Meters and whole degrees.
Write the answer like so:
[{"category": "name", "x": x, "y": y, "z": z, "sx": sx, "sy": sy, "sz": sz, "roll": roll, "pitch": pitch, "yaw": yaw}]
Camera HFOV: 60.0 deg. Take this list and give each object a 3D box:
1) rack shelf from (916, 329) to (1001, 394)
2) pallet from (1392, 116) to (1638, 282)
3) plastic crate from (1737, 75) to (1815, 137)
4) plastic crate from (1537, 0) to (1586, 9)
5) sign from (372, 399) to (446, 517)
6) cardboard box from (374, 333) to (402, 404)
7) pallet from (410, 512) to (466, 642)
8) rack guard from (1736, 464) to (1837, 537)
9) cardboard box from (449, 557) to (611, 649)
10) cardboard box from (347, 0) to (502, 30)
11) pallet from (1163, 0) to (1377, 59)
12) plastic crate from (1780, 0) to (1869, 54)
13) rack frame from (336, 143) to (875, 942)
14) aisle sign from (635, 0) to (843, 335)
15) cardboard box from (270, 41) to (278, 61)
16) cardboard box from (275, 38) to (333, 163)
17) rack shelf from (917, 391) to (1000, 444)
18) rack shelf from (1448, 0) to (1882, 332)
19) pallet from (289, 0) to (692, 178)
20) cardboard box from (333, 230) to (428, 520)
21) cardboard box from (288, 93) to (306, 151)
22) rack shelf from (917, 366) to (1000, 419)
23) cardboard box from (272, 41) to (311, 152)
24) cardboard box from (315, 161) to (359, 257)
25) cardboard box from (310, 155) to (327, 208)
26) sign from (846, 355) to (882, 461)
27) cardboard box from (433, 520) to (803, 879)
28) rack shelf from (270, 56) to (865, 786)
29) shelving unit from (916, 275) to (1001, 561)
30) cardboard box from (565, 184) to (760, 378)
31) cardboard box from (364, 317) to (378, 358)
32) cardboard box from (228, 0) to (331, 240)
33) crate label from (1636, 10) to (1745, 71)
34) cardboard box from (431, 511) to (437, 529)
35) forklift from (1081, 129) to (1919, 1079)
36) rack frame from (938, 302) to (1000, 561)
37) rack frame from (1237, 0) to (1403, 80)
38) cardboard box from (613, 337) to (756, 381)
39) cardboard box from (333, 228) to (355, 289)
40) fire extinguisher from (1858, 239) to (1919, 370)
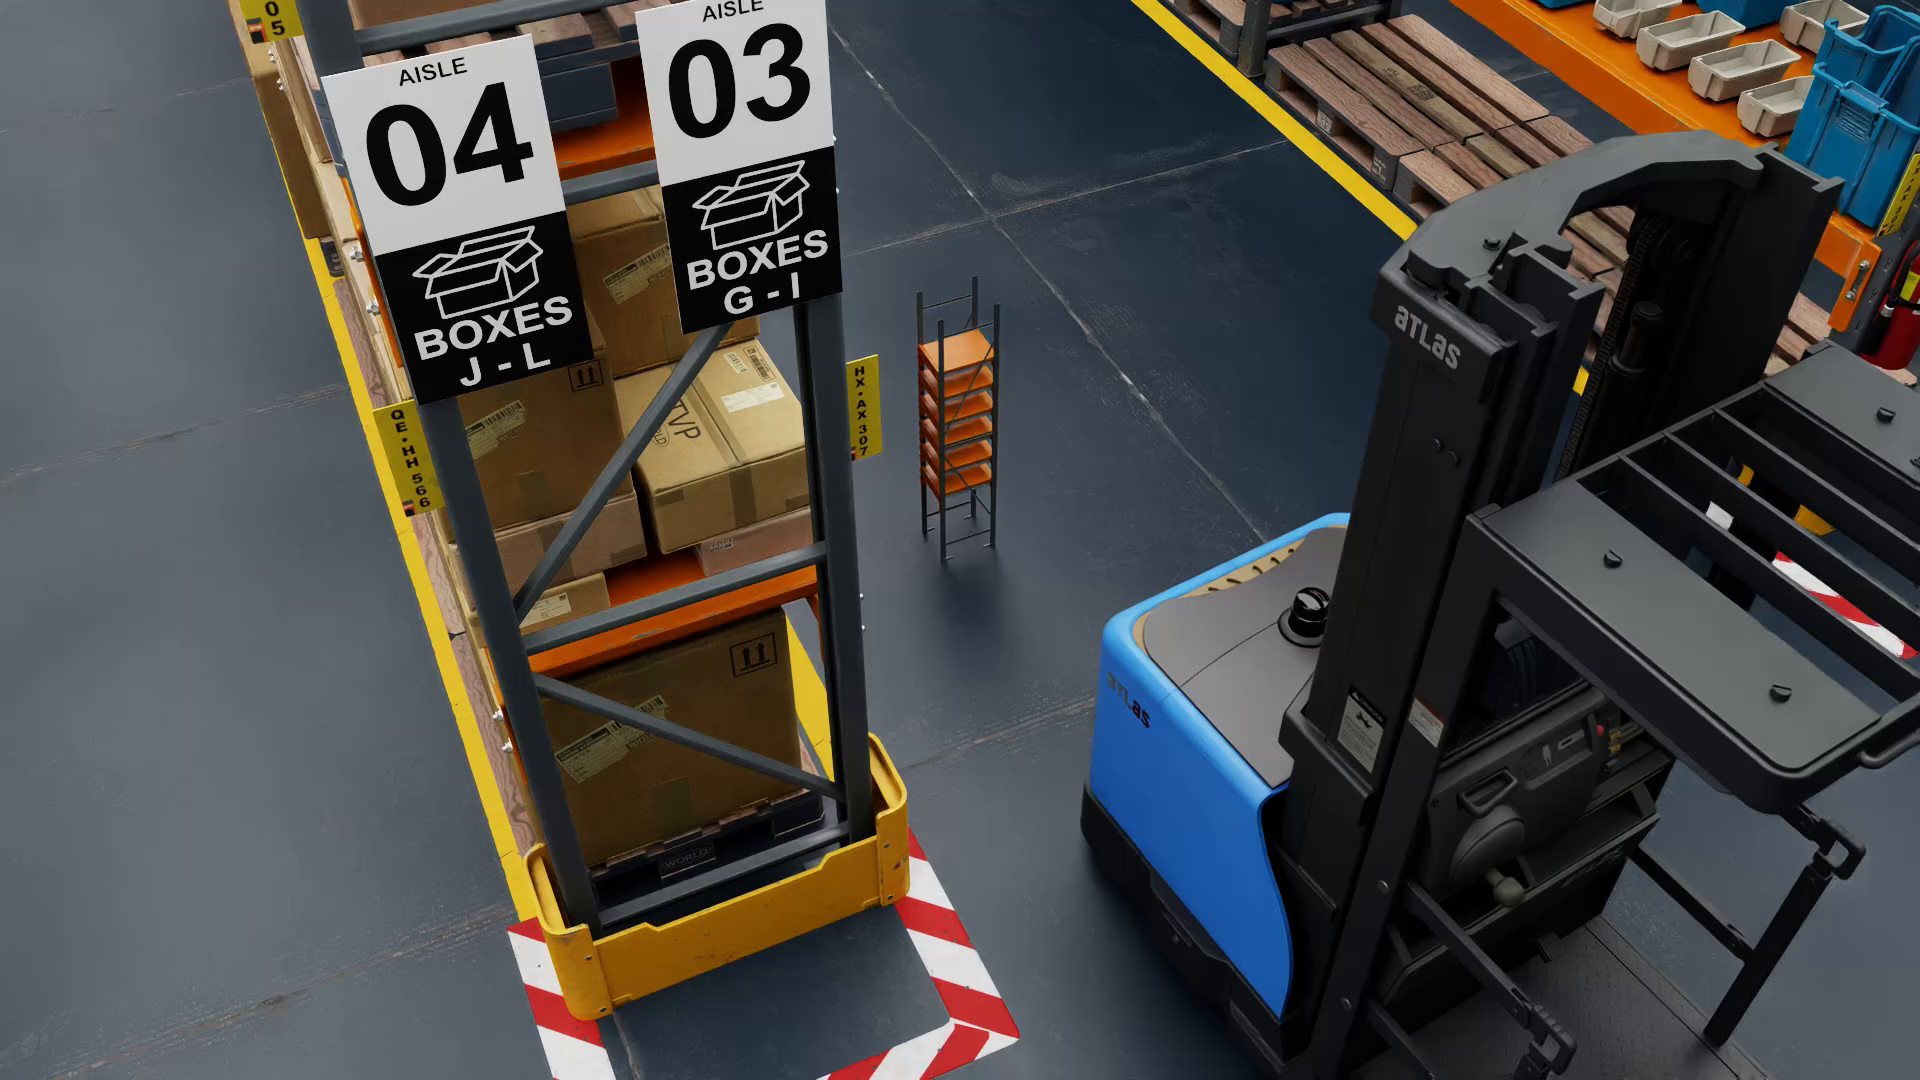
[{"category": "rack shelf", "x": -0.006, "y": -0.661, "z": 6.116, "sx": 0.258, "sy": 0.103, "sz": 0.180, "roll": -18, "pitch": 47, "yaw": -17}, {"category": "pallet", "x": 2.915, "y": -1.623, "z": 8.244, "sx": 1.003, "sy": 0.211, "sz": 1.213, "roll": -18, "pitch": 47, "yaw": -17}, {"category": "plastic crate", "x": 3.229, "y": -1.696, "z": 6.478, "sx": 0.396, "sy": 0.136, "sz": 0.243, "roll": -18, "pitch": 47, "yaw": -17}, {"category": "plastic crate", "x": 2.640, "y": -2.497, "z": 7.221, "sx": 0.416, "sy": 0.233, "sz": 0.300, "roll": -18, "pitch": 47, "yaw": -17}, {"category": "sign", "x": -1.256, "y": -0.184, "z": 3.808, "sx": 0.100, "sy": 0.325, "sz": 0.005, "roll": -18, "pitch": 47, "yaw": -17}, {"category": "cardboard box", "x": -1.415, "y": -0.446, "z": 4.961, "sx": 0.500, "sy": 0.250, "sz": 0.500, "roll": -19, "pitch": 48, "yaw": -18}, {"category": "pallet", "x": -1.674, "y": -0.109, "z": 6.711, "sx": 1.003, "sy": 0.211, "sz": 1.213, "roll": -18, "pitch": 47, "yaw": -17}, {"category": "rack guard", "x": 3.758, "y": -0.401, "z": 6.800, "sx": 1.175, "sy": 0.500, "sz": 0.348, "roll": -18, "pitch": 47, "yaw": -17}, {"category": "cardboard box", "x": -1.207, "y": 0.120, "z": 4.671, "sx": 0.380, "sy": 0.149, "sz": 0.250, "roll": -17, "pitch": 47, "yaw": -17}, {"category": "cardboard box", "x": -1.025, "y": -1.443, "z": 3.500, "sx": 0.700, "sy": 0.500, "sz": 0.500, "roll": -21, "pitch": 48, "yaw": -20}, {"category": "pallet", "x": 1.767, "y": -3.362, "z": 10.007, "sx": 1.003, "sy": 0.211, "sz": 1.213, "roll": -18, "pitch": 47, "yaw": -17}, {"category": "plastic crate", "x": 3.586, "y": -2.145, "z": 6.933, "sx": 0.250, "sy": 0.136, "sz": 0.298, "roll": -18, "pitch": 47, "yaw": -17}, {"category": "rack frame", "x": -0.758, "y": 0.161, "z": 4.451, "sx": 1.000, "sy": 3.000, "sz": 0.127, "roll": -18, "pitch": 47, "yaw": -17}, {"category": "aisle sign", "x": -0.456, "y": -0.807, "z": 3.582, "sx": 0.394, "sy": 0.787, "sz": 0.004, "roll": -18, "pitch": 47, "yaw": -17}, {"category": "cardboard box", "x": -2.617, "y": -2.012, "z": 6.832, "sx": 0.380, "sy": 0.149, "sz": 0.250, "roll": -18, "pitch": 47, "yaw": -17}, {"category": "cardboard box", "x": -2.047, "y": -1.681, "z": 5.679, "sx": 0.500, "sy": 0.500, "sz": 0.500, "roll": -19, "pitch": 48, "yaw": -19}, {"category": "rack shelf", "x": -0.006, "y": -0.490, "z": 6.285, "sx": 0.258, "sy": 0.103, "sz": 0.180, "roll": -18, "pitch": 47, "yaw": -17}, {"category": "rack shelf", "x": 2.895, "y": -2.320, "z": 7.478, "sx": 1.077, "sy": 0.370, "sz": 4.000, "roll": -18, "pitch": 47, "yaw": -17}, {"category": "pallet", "x": -1.079, "y": -1.345, "z": 3.905, "sx": 1.003, "sy": 0.211, "sz": 1.213, "roll": -18, "pitch": 47, "yaw": -17}, {"category": "cardboard box", "x": -1.857, "y": -0.764, "z": 6.602, "sx": 0.875, "sy": 0.875, "sz": 0.875, "roll": -18, "pitch": 47, "yaw": -17}, {"category": "cardboard box", "x": -2.395, "y": -1.677, "z": 6.493, "sx": 0.380, "sy": 0.149, "sz": 0.250, "roll": -17, "pitch": 47, "yaw": -16}, {"category": "rack shelf", "x": -0.006, "y": -0.576, "z": 6.201, "sx": 0.258, "sy": 0.103, "sz": 0.180, "roll": -18, "pitch": 47, "yaw": -17}, {"category": "cardboard box", "x": -2.275, "y": -1.746, "z": 6.278, "sx": 0.500, "sy": 0.250, "sz": 0.500, "roll": -18, "pitch": 47, "yaw": -18}, {"category": "cardboard box", "x": -1.852, "y": -1.101, "z": 5.625, "sx": 0.500, "sy": 0.250, "sz": 0.500, "roll": -18, "pitch": 47, "yaw": -17}, {"category": "cardboard box", "x": -2.176, "y": -1.347, "z": 6.158, "sx": 0.380, "sy": 0.149, "sz": 0.250, "roll": -19, "pitch": 48, "yaw": -18}, {"category": "sign", "x": -0.252, "y": -0.336, "z": 4.282, "sx": 0.100, "sy": 0.325, "sz": 0.005, "roll": -18, "pitch": 47, "yaw": -17}, {"category": "cardboard box", "x": -1.100, "y": 0.383, "z": 5.440, "sx": 0.875, "sy": 0.875, "sz": 0.875, "roll": -18, "pitch": 47, "yaw": -17}, {"category": "rack shelf", "x": -1.599, "y": -0.858, "z": 5.996, "sx": 1.077, "sy": 0.370, "sz": 4.000, "roll": -18, "pitch": 47, "yaw": -17}, {"category": "shelving unit", "x": -0.006, "y": -0.436, "z": 6.338, "sx": 0.258, "sy": 1.200, "sz": 0.189, "roll": -18, "pitch": 47, "yaw": -17}, {"category": "cardboard box", "x": -0.925, "y": -0.863, "z": 4.850, "sx": 0.500, "sy": 0.500, "sz": 0.500, "roll": -19, "pitch": 48, "yaw": -18}, {"category": "cardboard box", "x": -1.747, "y": -0.695, "z": 5.498, "sx": 0.380, "sy": 0.149, "sz": 0.250, "roll": -18, "pitch": 47, "yaw": -17}, {"category": "cardboard box", "x": -2.727, "y": -2.183, "z": 8.041, "sx": 1.225, "sy": 0.875, "sz": 0.875, "roll": -18, "pitch": 47, "yaw": -17}, {"category": "crate label", "x": 2.981, "y": -2.055, "z": 6.842, "sx": 0.396, "sy": 0.136, "sz": 0.243, "roll": -18, "pitch": 47, "yaw": -17}, {"category": "cardboard box", "x": -1.422, "y": -0.206, "z": 5.002, "sx": 0.380, "sy": 0.149, "sz": 0.250, "roll": -18, "pitch": 47, "yaw": -17}, {"category": "forklift", "x": 1.611, "y": 0.668, "z": 3.986, "sx": 1.130, "sy": 2.935, "sz": 3.031, "roll": -23, "pitch": 49, "yaw": -22}, {"category": "rack frame", "x": 0.032, "y": -0.378, "z": 6.279, "sx": 0.240, "sy": 1.200, "sz": 0.006, "roll": -18, "pitch": 47, "yaw": -17}, {"category": "rack frame", "x": 2.054, "y": -3.851, "z": 8.517, "sx": 1.000, "sy": 3.000, "sz": 0.127, "roll": -18, "pitch": 47, "yaw": -17}, {"category": "cardboard box", "x": -0.939, "y": -0.607, "z": 5.124, "sx": 0.500, "sy": 0.250, "sz": 0.500, "roll": -19, "pitch": 48, "yaw": -18}, {"category": "cardboard box", "x": -1.960, "y": -1.019, "z": 5.826, "sx": 0.380, "sy": 0.149, "sz": 0.250, "roll": -19, "pitch": 48, "yaw": -19}, {"category": "fire extinguisher", "x": 3.387, "y": -0.911, "z": 5.859, "sx": 0.296, "sy": 0.674, "sz": 0.183, "roll": -18, "pitch": 47, "yaw": -17}]
